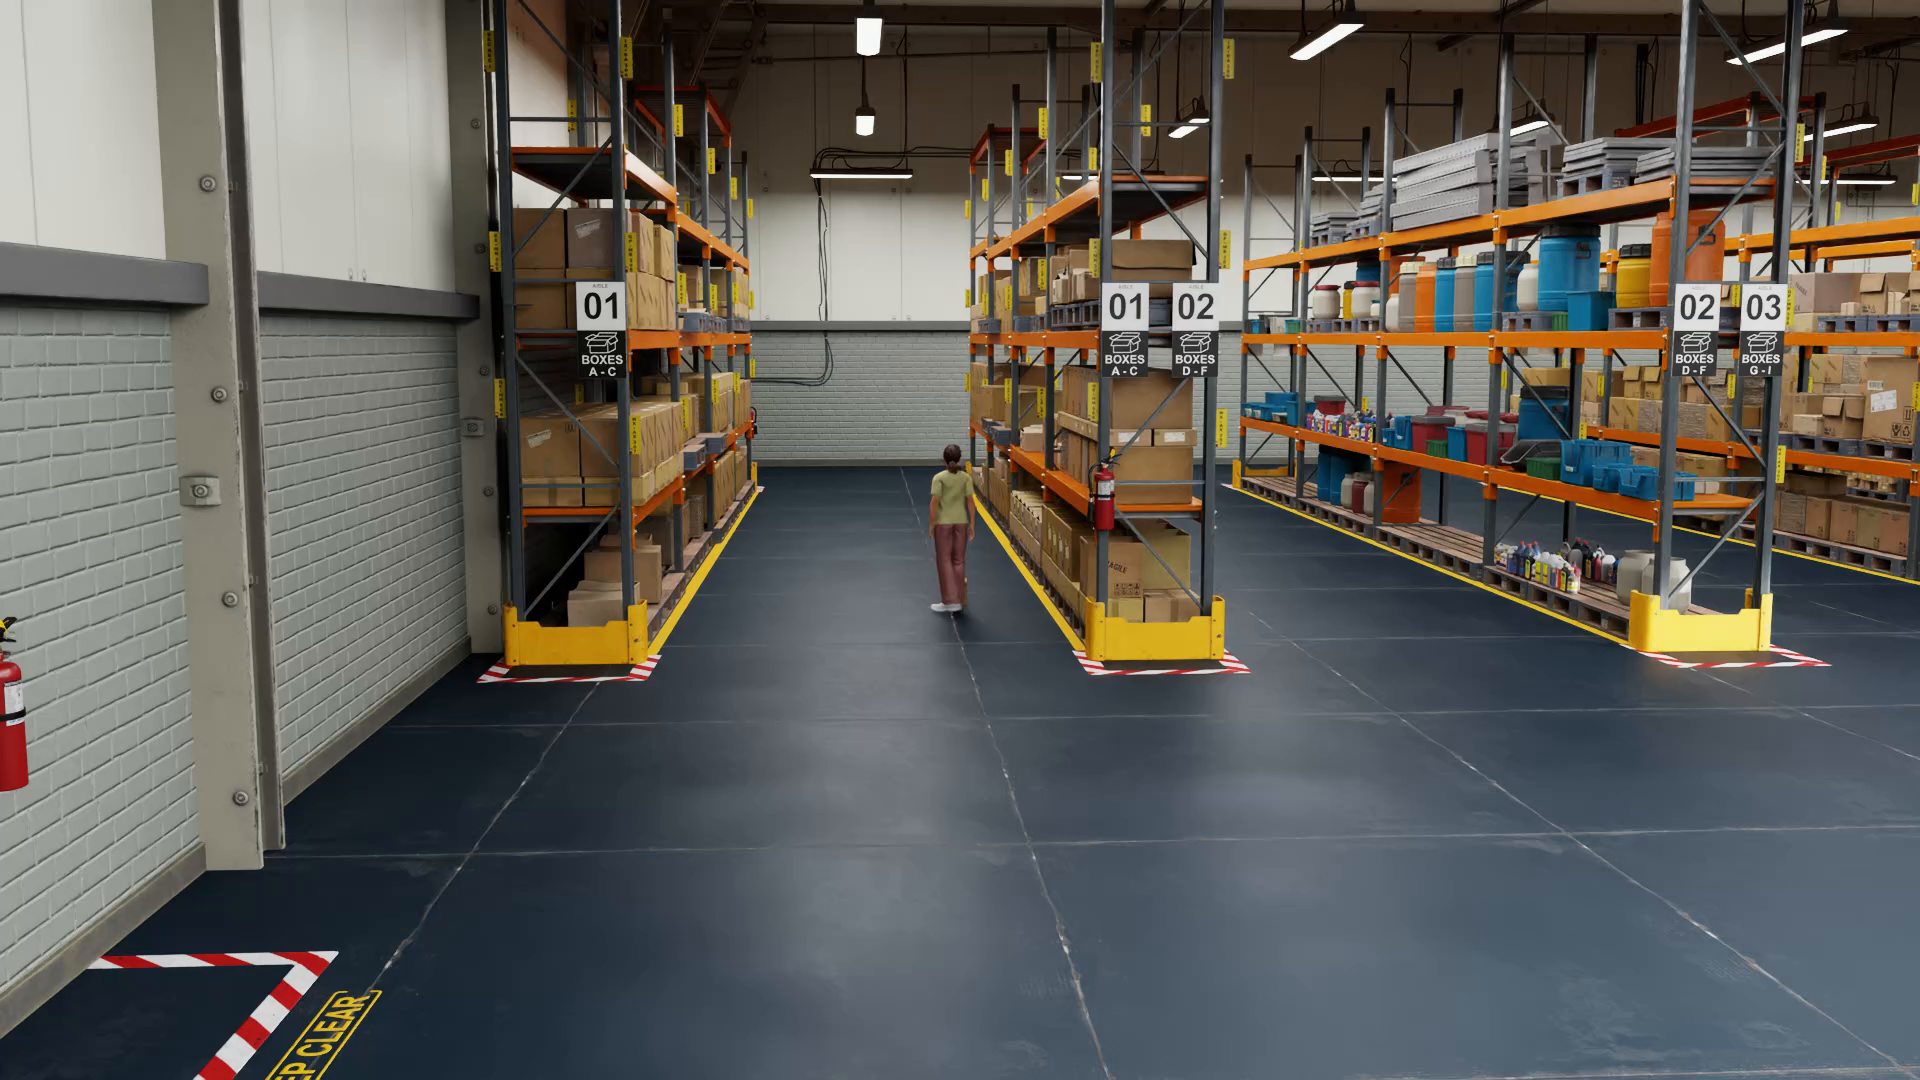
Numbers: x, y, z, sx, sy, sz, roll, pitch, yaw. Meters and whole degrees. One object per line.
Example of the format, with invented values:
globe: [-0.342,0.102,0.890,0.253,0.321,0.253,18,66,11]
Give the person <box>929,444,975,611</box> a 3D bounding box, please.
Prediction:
person: [-0.088,-0.123,16.619,0.465,1.670,0.395,-2,7,-17]
